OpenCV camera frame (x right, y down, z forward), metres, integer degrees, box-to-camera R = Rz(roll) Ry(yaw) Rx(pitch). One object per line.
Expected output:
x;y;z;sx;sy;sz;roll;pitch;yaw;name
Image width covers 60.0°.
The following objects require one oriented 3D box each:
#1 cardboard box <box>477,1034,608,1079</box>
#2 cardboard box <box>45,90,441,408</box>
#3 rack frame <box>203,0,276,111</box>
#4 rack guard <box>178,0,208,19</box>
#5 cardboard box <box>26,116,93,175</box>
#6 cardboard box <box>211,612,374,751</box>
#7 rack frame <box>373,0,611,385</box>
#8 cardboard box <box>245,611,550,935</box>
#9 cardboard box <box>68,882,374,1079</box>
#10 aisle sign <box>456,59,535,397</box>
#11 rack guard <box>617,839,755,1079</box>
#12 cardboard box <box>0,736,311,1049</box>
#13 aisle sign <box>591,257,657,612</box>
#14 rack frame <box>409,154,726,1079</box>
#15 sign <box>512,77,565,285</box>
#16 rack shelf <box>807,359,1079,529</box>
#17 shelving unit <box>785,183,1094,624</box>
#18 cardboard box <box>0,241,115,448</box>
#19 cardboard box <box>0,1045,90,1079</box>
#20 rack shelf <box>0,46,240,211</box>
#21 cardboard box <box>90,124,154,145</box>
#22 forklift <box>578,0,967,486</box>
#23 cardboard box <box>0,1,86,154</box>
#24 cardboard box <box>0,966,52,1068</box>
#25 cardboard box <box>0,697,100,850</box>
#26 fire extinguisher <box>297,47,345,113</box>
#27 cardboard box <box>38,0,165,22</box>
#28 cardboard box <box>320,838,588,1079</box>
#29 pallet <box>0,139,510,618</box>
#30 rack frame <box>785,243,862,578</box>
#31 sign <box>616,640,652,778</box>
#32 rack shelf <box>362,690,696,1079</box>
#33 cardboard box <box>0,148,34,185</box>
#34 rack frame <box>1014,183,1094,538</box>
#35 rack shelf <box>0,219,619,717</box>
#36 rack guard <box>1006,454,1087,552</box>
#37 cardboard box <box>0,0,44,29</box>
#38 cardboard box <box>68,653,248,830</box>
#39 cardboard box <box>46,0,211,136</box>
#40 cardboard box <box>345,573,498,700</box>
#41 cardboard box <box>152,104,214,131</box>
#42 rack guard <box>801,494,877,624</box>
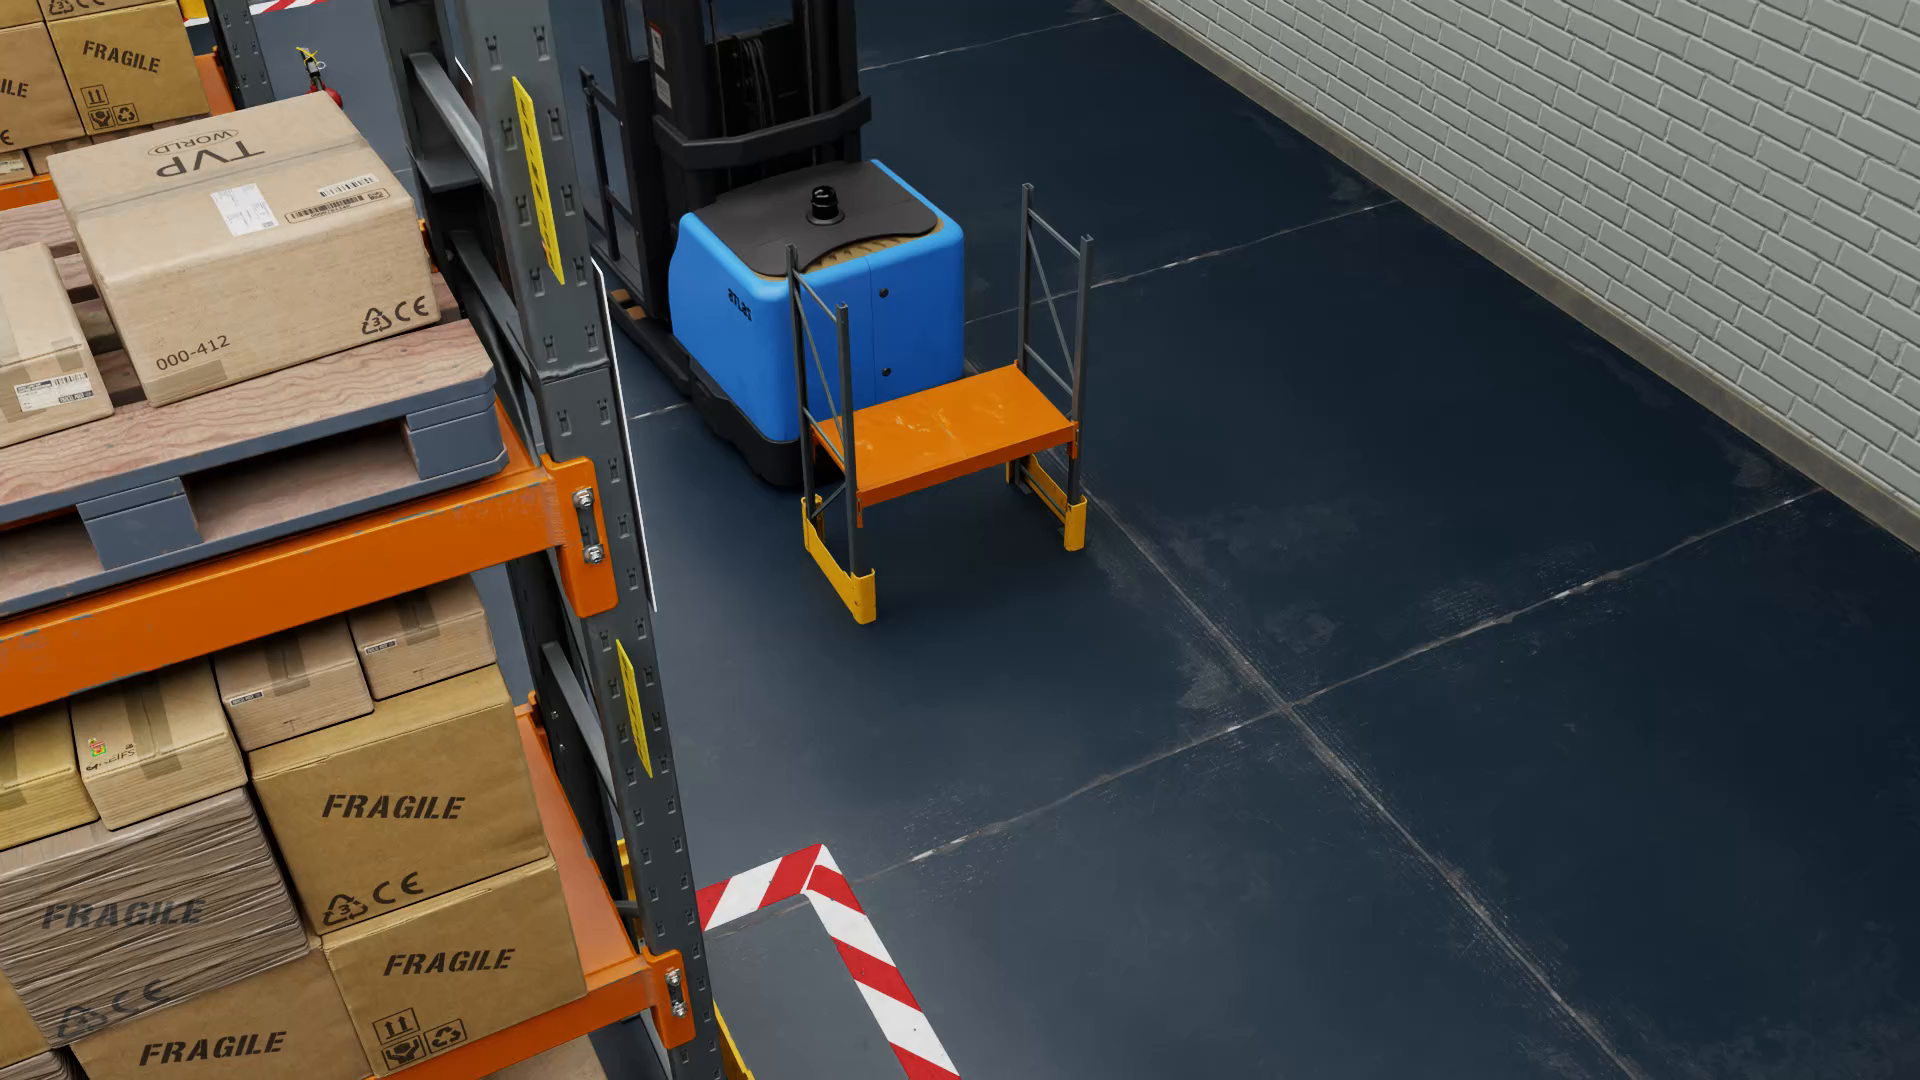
-1.451;1.639;4.650;0.875;0.438;0.875;-20;44;-22;cardboard box
-1.269;-0.533;2.950;0.500;0.250;0.500;-23;45;-24;cardboard box
-3.288;-2.239;7.573;0.127;3.000;1.000;-19;44;-21;rack frame
-5.468;-4.164;11.783;0.348;0.500;1.175;-19;44;-21;rack guard
-3.900;-1.748;7.187;0.250;0.149;0.380;-19;44;-21;cardboard box
-1.351;0.211;3.325;0.250;0.149;0.380;-18;43;-20;cardboard box
-0.912;-1.722;2.320;0.127;3.000;1.000;-19;44;-21;rack frame
-1.229;0.428;3.572;0.500;0.500;0.500;-17;43;-19;cardboard box
-1.669;0.966;3.710;0.500;0.500;0.500;-20;44;-22;cardboard box
-0.982;-0.613;3.640;0.004;0.787;0.394;-19;44;-21;aisle sign
-0.890;1.514;5.074;0.348;0.500;1.175;-19;44;-21;rack guard
-1.679;0.601;3.367;0.500;0.500;0.500;-18;44;-20;cardboard box
-0.705;-0.269;3.234;0.004;0.787;0.394;-19;44;-21;aisle sign
-0.912;0.567;4.258;0.127;3.000;1.000;-19;44;-21;rack frame
-0.673;-0.570;2.656;0.005;0.325;0.100;-19;44;-21;sign
-0.076;-0.410;6.852;1.000;0.185;0.538;-19;44;-21;rack shelf
-0.068;-0.550;6.739;1.083;1.500;0.587;-19;44;-21;shelving unit
-1.604;-0.323;2.781;0.250;0.149;0.380;-22;45;-24;cardboard box
-2.121;1.125;3.522;0.500;0.500;0.500;-17;43;-19;cardboard box
-5.062;-1.368;7.101;4.000;0.370;1.077;-19;44;-21;rack shelf
-3.684;-1.831;7.286;0.250;0.149;0.380;-19;44;-21;cardboard box
-1.176;-2.286;7.682;1.130;2.935;3.031;-22;45;-24;forklift
-4.027;-1.958;6.934;0.500;0.500;0.500;-19;44;-21;cardboard box
-2.119;0.746;3.195;0.500;0.500;0.500;-19;44;-21;cardboard box
-1.784;0.388;3.116;0.250;0.149;0.380;-18;43;-20;cardboard box
-2.851;-1.878;7.495;0.183;0.674;0.296;-19;44;-21;fire extinguisher
-3.579;-2.493;6.792;0.500;0.500;0.500;-19;44;-22;cardboard box
-1.217;0.825;3.877;0.500;0.500;0.500;-18;44;-20;cardboard box
-1.565;-0.316;3.049;1.213;0.211;1.003;-19;44;-21;pallet
-0.527;-0.395;6.556;0.032;1.500;0.500;-19;44;-21;rack frame
-0.673;0.350;3.435;0.005;0.325;0.100;-19;44;-21;sign
-2.685;1.439;3.785;4.000;0.370;1.077;-19;44;-21;rack shelf
-4.115;-1.658;7.082;0.250;0.149;0.380;-17;43;-20;cardboard box
0.375;-0.699;6.915;0.032;1.500;0.500;-19;44;-21;rack frame
-2.685;0.294;2.816;4.000;0.370;1.077;-19;44;-21;rack shelf
0.374;-0.221;7.318;0.087;0.250;0.587;-19;44;-21;rack guard
-4.028;-2.342;6.614;0.500;0.500;0.500;-20;44;-22;cardboard box
-1.541;0.337;3.177;0.250;0.149;0.380;-19;44;-21;cardboard box
-3.567;-2.109;7.112;0.500;0.500;0.500;-18;43;-20;cardboard box
-1.137;0.122;3.431;0.250;0.149;0.380;-18;43;-20;cardboard box
-3.446;-1.884;7.348;0.250;0.149;0.380;-19;44;-21;cardboard box
-0.509;0.076;6.967;0.087;0.250;0.587;-19;44;-21;rack guard
